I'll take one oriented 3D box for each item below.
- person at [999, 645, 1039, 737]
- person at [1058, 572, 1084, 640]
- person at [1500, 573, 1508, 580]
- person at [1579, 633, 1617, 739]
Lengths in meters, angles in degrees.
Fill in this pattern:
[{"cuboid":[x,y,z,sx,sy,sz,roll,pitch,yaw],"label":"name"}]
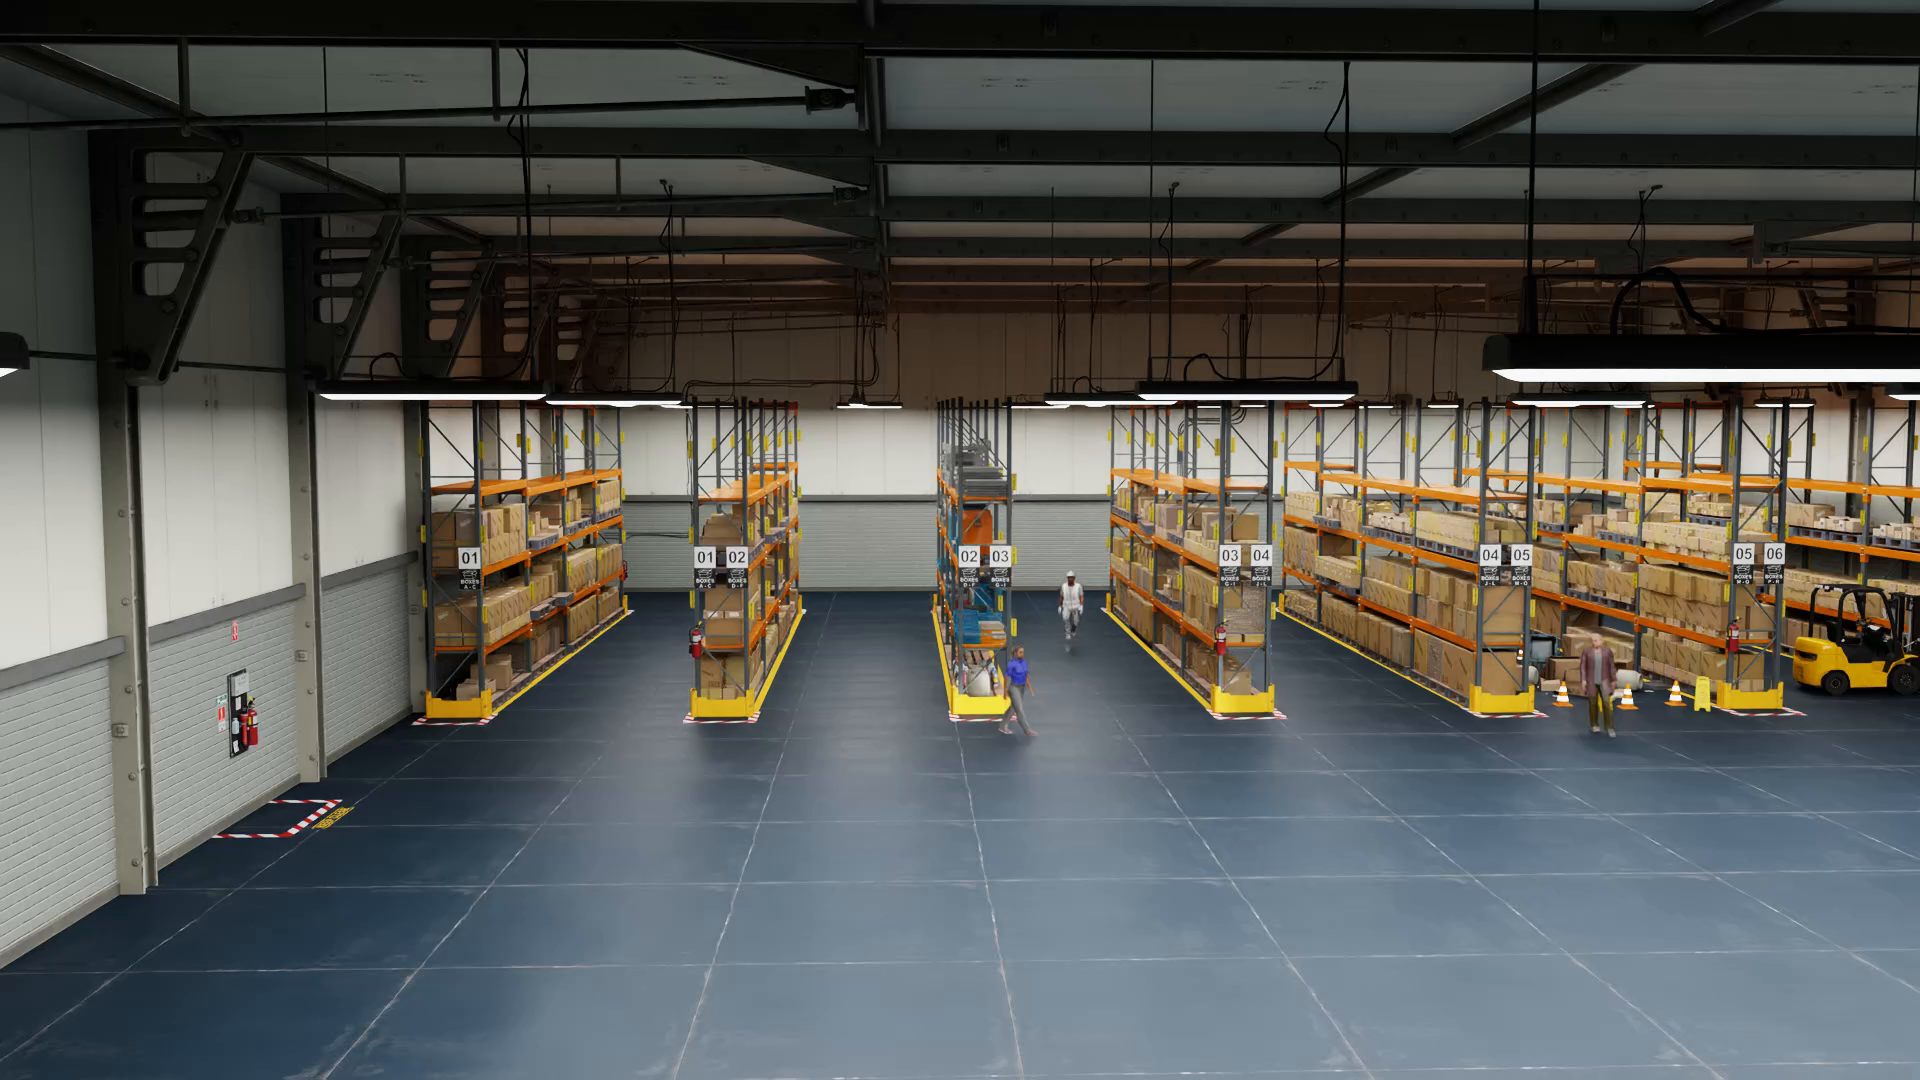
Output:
[{"cuboid":[1.058,2.644,29.176,1.010,1.601,0.484,3,5,35],"label":"person"},{"cuboid":[2.676,1.563,39.926,0.594,1.602,1.076,0,4,0],"label":"person"},{"cuboid":[13.343,1.701,40.731,0.538,1.769,0.575,-2,5,-23],"label":"person"},{"cuboid":[11.333,2.563,29.516,0.661,1.794,0.705,2,5,23],"label":"person"}]
